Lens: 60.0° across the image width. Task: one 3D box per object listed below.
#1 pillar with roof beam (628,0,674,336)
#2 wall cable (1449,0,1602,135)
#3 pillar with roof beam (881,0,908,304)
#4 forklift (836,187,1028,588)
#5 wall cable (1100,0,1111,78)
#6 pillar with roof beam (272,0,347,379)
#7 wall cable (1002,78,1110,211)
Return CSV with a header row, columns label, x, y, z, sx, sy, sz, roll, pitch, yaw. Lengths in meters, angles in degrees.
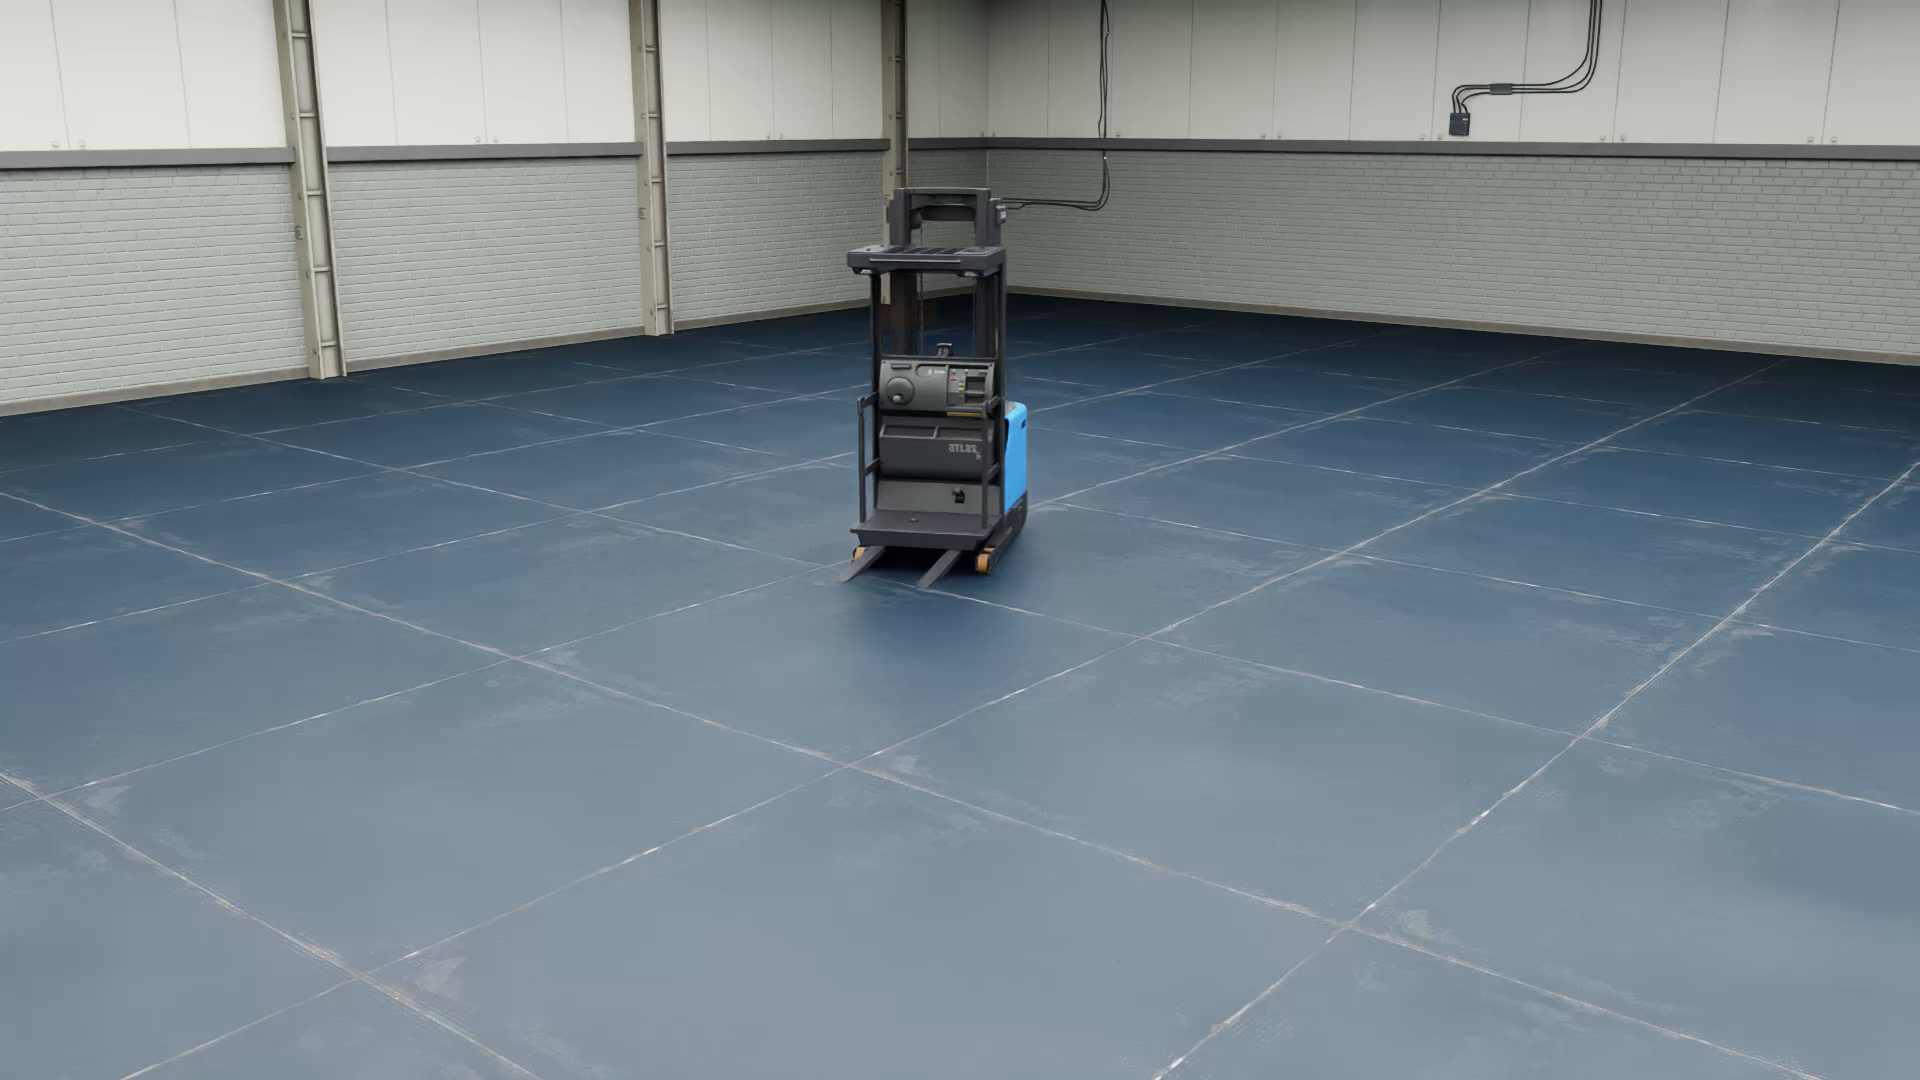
label,x,y,z,sx,sy,sz,roll,pitch,yaw
pillar with roof beam,-1.643,-7.113,23.847,9.100,9.000,0.400,11,18,38
wall cable,9.034,-9.464,26.194,2.305,6.003,0.169,11,18,38
pillar with roof beam,2.128,-8.262,28.370,9.100,9.000,0.400,11,18,38
forklift,-0.232,-1.250,13.090,1.130,2.935,3.031,3,15,12
wall cable,3.764,-9.812,30.520,3.097,2.526,0.112,11,18,38
pillar with roof beam,-5.414,-5.964,19.324,9.100,9.000,0.400,11,18,38
wall cable,1.659,-7.783,32.790,3.097,2.526,0.112,11,18,38
